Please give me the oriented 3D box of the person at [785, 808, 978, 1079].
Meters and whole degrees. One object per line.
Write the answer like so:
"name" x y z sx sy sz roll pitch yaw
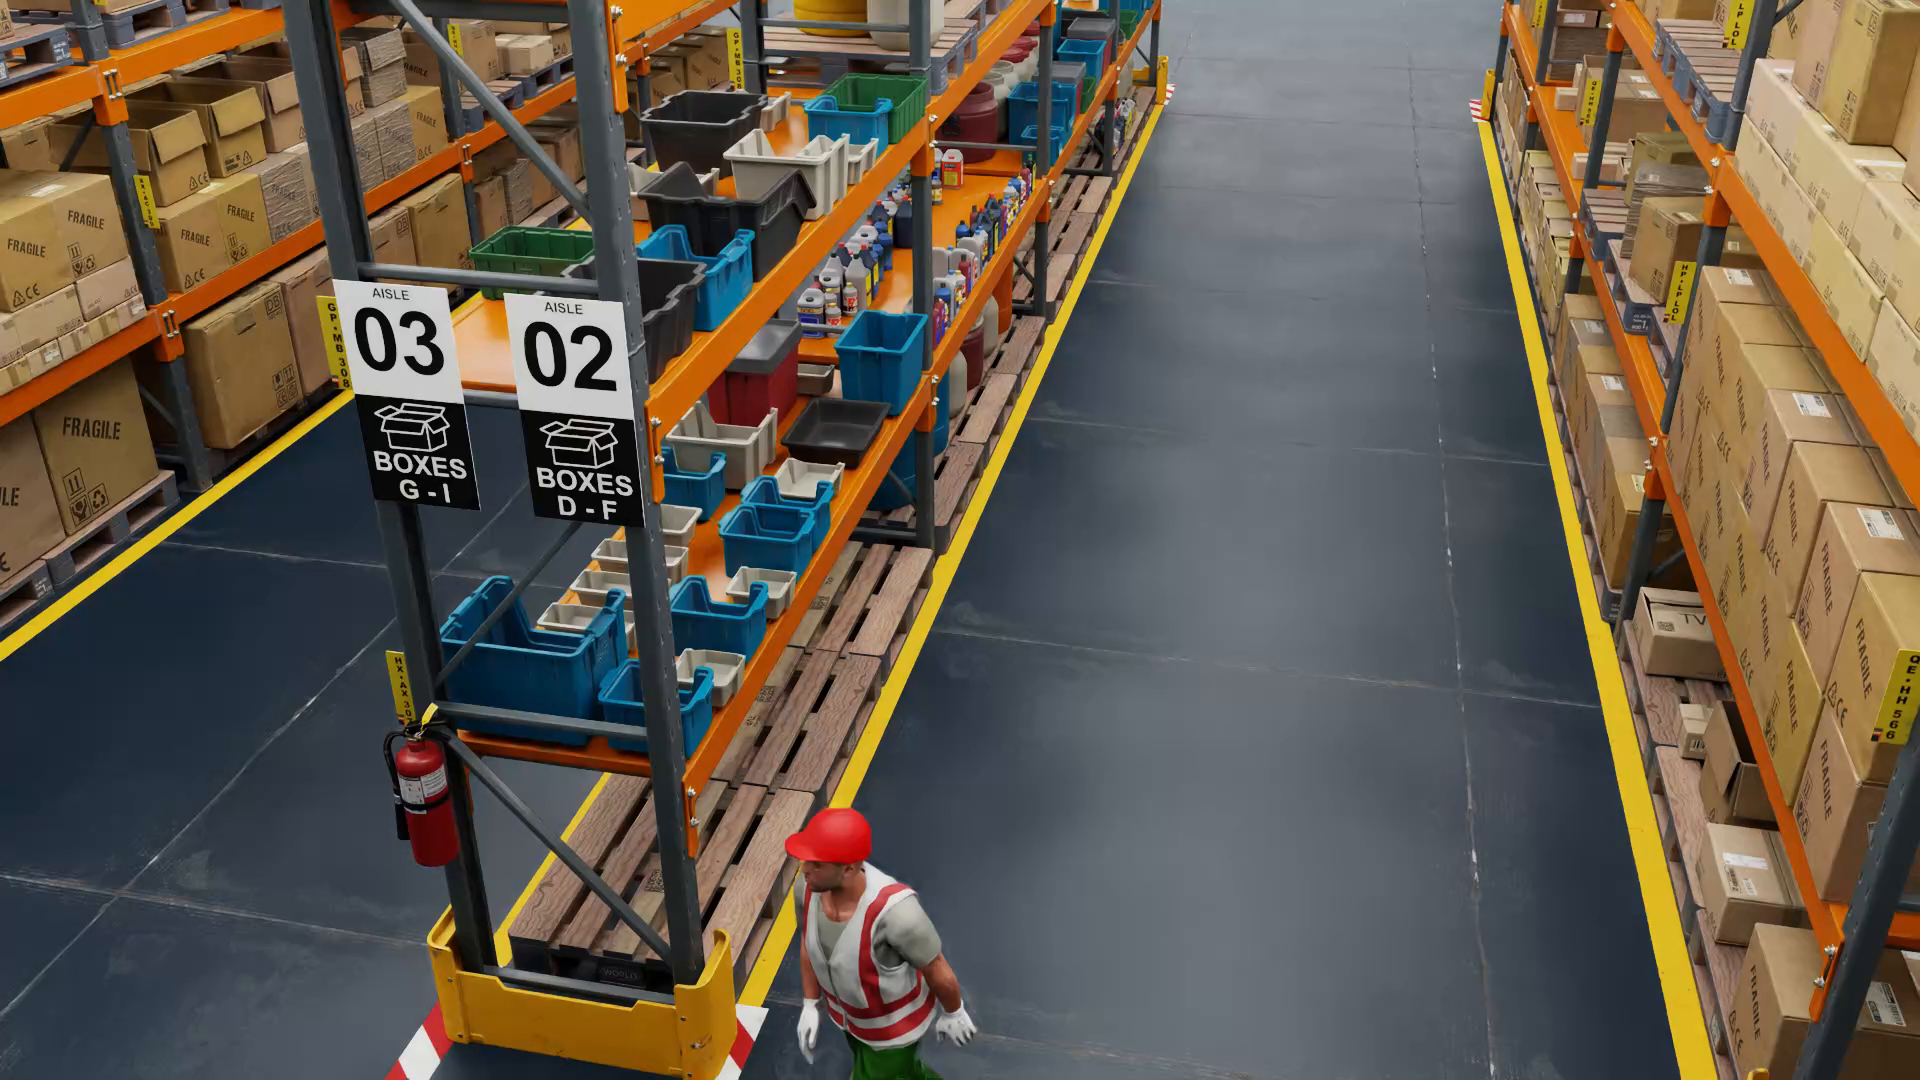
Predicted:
"person" -0.344 1.625 5.620 0.571 1.729 0.968 25 37 38
